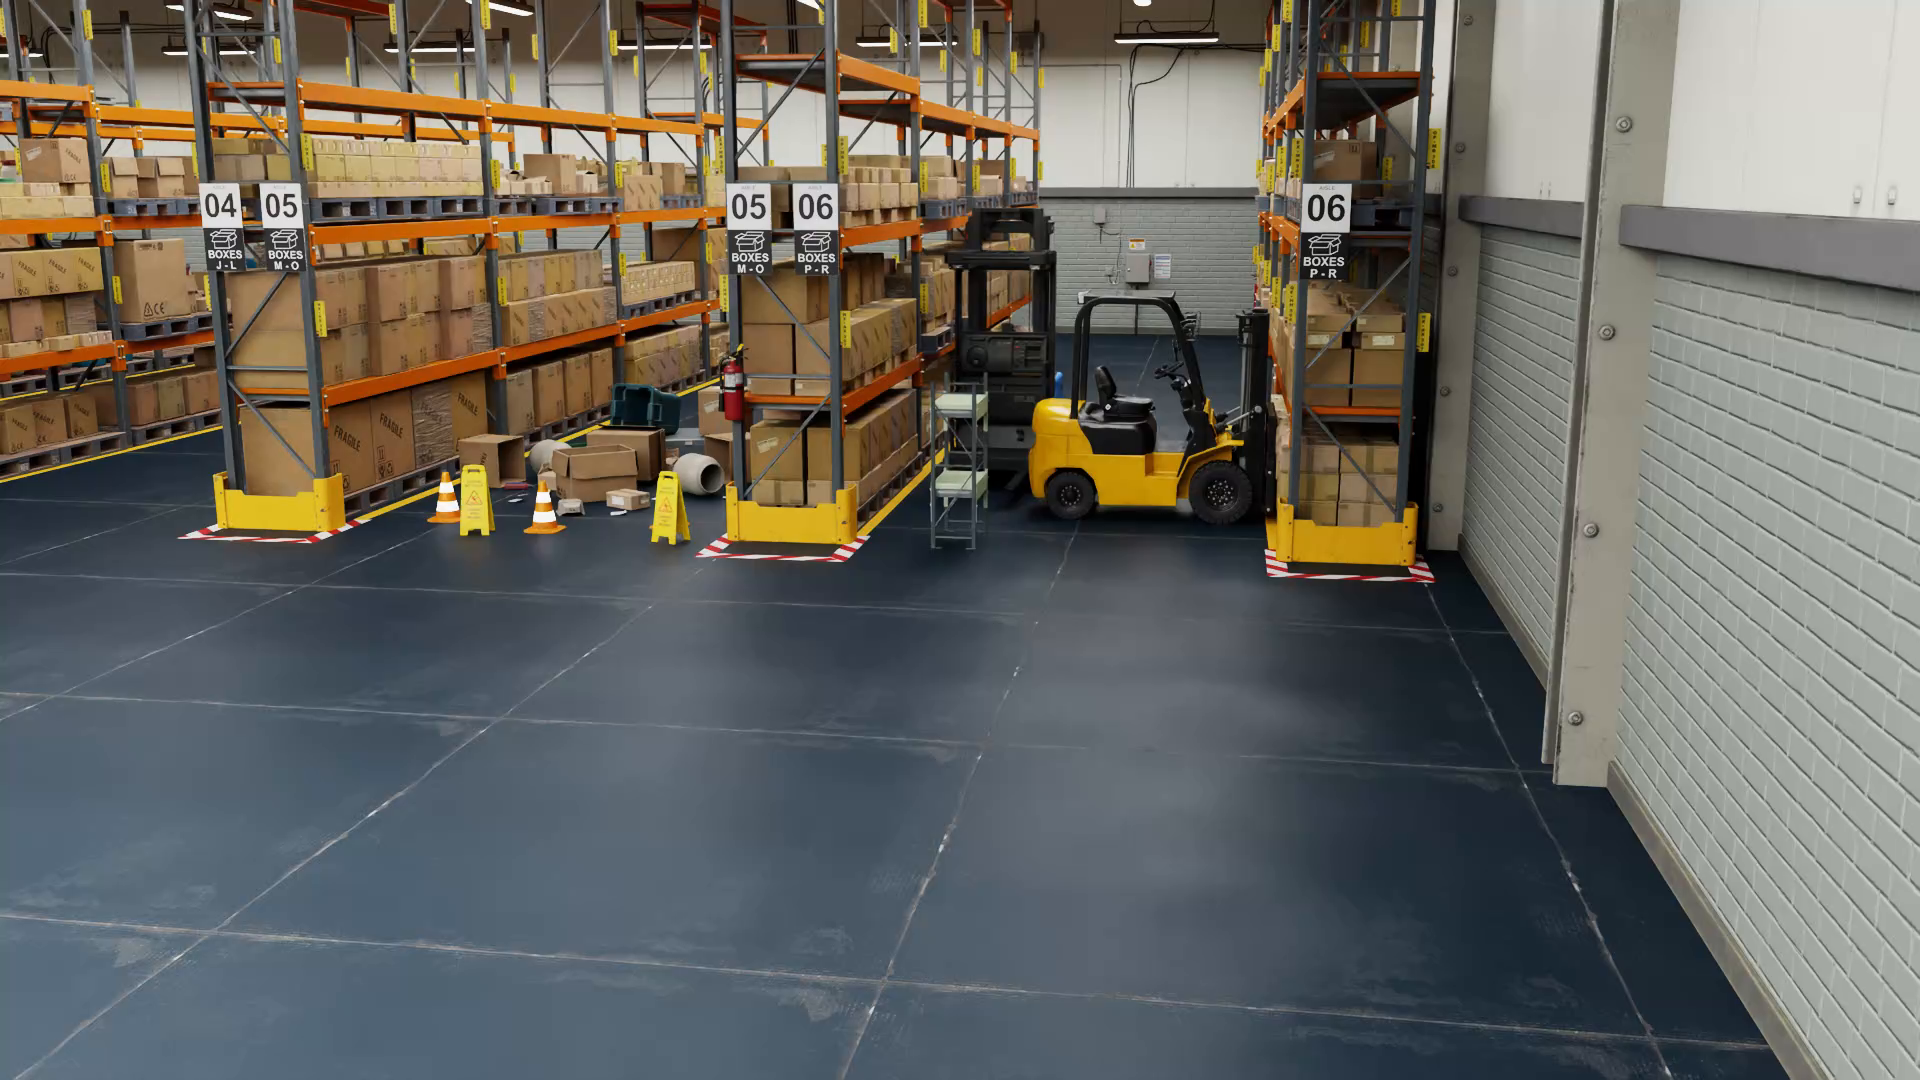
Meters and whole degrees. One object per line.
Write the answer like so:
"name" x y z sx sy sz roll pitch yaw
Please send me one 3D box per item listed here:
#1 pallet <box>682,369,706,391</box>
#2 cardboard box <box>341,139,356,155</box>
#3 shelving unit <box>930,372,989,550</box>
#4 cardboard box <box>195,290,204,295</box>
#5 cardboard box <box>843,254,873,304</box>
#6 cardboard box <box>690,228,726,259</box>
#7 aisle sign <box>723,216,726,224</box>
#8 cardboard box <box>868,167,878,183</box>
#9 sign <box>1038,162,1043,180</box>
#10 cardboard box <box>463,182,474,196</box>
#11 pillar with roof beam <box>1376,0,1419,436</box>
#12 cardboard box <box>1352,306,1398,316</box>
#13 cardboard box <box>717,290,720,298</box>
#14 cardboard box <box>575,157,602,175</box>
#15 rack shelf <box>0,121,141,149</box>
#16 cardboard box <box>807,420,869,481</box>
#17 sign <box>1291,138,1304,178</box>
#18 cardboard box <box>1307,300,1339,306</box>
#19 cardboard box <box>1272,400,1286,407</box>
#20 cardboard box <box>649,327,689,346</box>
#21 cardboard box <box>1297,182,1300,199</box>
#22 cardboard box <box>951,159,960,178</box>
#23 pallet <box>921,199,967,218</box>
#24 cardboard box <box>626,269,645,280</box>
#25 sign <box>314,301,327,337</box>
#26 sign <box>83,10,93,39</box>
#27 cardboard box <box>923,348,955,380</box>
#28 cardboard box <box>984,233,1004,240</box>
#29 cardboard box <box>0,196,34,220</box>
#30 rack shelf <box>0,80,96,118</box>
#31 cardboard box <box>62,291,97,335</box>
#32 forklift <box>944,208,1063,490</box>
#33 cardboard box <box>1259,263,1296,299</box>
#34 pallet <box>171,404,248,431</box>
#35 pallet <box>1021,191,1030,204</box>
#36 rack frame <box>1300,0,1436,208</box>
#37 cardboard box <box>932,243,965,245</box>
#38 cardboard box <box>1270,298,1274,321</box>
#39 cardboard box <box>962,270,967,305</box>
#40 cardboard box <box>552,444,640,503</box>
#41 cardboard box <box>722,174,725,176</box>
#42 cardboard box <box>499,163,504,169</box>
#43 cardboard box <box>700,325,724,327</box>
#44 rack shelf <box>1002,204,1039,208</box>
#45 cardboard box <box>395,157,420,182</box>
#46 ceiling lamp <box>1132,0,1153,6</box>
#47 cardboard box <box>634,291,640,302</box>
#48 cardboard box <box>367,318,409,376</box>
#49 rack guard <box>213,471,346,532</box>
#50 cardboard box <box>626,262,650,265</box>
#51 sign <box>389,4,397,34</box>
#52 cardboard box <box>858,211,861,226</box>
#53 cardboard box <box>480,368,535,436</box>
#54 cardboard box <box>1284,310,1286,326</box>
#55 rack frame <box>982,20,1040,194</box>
"pallet" -4.735 -2.576 26.700 1.003 0.211 1.213 2 12 9
"cardboard box" -6.018 -3.755 15.903 0.380 0.149 0.250 2 12 8
"shelving unit" -0.001 -0.732 15.086 0.431 1.500 0.755 2 12 9
"cardboard box" -10.602 -3.241 22.526 0.500 0.250 0.500 2 12 7
"cardboard box" -1.322 -2.789 17.755 0.700 0.500 0.500 2 12 9
"cardboard box" -4.242 -4.978 27.914 0.500 0.500 0.500 2 12 7
"aisle sign" -4.287 -6.229 30.864 0.394 0.787 0.004 2 12 9
"cardboard box" -1.000 -3.524 16.063 0.380 0.149 0.250 2 12 10
"sign" 1.439 -6.634 29.880 0.100 0.325 0.005 2 12 9
"cardboard box" -5.626 -3.895 18.444 0.380 0.149 0.250 2 12 10
"pillar with roof beam" 1.016 -5.740 20.526 9.100 9.000 0.400 2 12 9
"cardboard box" 3.765 -2.038 15.102 0.380 0.149 0.250 2 12 9
"cardboard box" -4.247 -4.196 28.197 0.380 0.149 0.250 1 12 6
"cardboard box" -5.362 -5.358 23.815 0.396 0.266 0.258 2 12 9
"rack shelf" -14.704 -6.412 26.301 1.077 0.370 4.000 2 12 9
"cardboard box" -1.155 -0.855 15.848 0.500 0.500 0.500 1 12 7
"sign" 2.816 -3.184 13.872 0.100 0.325 0.005 2 12 9
"cardboard box" 3.427 -2.216 15.928 0.380 0.149 0.250 2 12 9
"cardboard box" 3.492 -1.289 17.270 0.500 0.250 0.500 2 12 9
"cardboard box" -4.574 -3.181 26.047 0.500 0.250 0.500 2 12 11
"cardboard box" 3.177 -3.084 14.680 0.380 0.149 0.250 2 12 7
"cardboard box" -0.416 -4.934 22.664 0.797 0.503 0.637 1 12 5
"pallet" -0.584 -4.012 20.071 1.213 0.211 1.003 2 12 9
"cardboard box" -4.847 -3.894 24.384 0.380 0.149 0.250 1 12 6
"sign" -5.915 -2.046 15.379 0.100 0.325 0.005 2 12 9
"sign" -10.199 -6.024 19.437 0.100 0.325 0.005 2 12 9
"cardboard box" -0.137 -2.437 23.483 0.875 0.875 0.875 2 12 8
"cardboard box" 0.595 -4.874 26.594 0.380 0.149 0.250 2 12 8
"cardboard box" -10.708 -3.692 18.499 0.500 0.250 0.500 2 12 8
"rack shelf" -11.040 -4.780 17.787 1.077 0.370 4.000 2 12 9
"cardboard box" -10.863 -2.720 19.807 0.875 0.500 0.500 2 12 9
"forklift" 0.446 -2.046 17.787 1.130 2.935 3.031 2 12 9
"cardboard box" 4.820 -3.854 24.781 0.700 0.500 0.500 2 12 9
"pallet" -10.429 -1.671 22.503 1.003 0.211 1.213 2 12 9
"pallet" 0.616 -5.808 28.169 1.003 0.211 1.213 2 12 9
"rack frame" 3.350 -4.236 13.546 1.000 3.000 0.127 2 12 9
"cardboard box" -0.192 -4.206 25.035 0.500 0.500 0.500 2 12 7
"cardboard box" 4.094 -2.843 20.491 0.500 0.250 0.500 2 12 7
"cardboard box" -0.189 -3.317 21.580 0.500 0.500 0.500 2 12 8
"cardboard box" -3.787 -0.691 17.261 0.797 0.503 0.637 -7 14 -30
"cardboard box" -4.171 -6.203 28.014 0.380 0.149 0.250 1 12 7
"cardboard box" -8.914 -6.775 30.974 0.700 0.500 0.500 1 12 5
"cardboard box" -4.507 -3.828 30.252 0.380 0.149 0.250 2 12 8
"rack shelf" 0.598 -5.493 28.204 1.077 0.370 4.000 2 12 9
"cardboard box" -5.903 -3.803 17.071 0.500 0.250 0.500 2 12 8
"ceiling lamp" 2.895 -9.484 24.043 0.800 3.185 2.000 2 12 9
"cardboard box" -4.881 -3.549 24.199 0.380 0.149 0.250 3 12 11
"cardboard box" -6.177 -1.983 16.974 0.875 0.550 0.550 2 12 9
"rack guard" -6.466 -0.376 15.808 1.175 0.500 0.348 2 12 9
"cardboard box" -5.169 -4.349 26.497 0.380 0.149 0.250 2 12 10
"sign" -6.385 -5.879 18.763 0.100 0.325 0.005 2 12 9
"cardboard box" -1.143 -3.030 15.664 0.380 0.149 0.250 2 12 8
"cardboard box" -5.841 -1.673 20.237 1.050 0.750 0.750 2 12 8
"cardboard box" 3.452 -2.232 16.708 0.380 0.149 0.250 2 12 8
"rack frame" 0.905 -7.727 29.744 1.000 3.000 0.127 2 12 9
